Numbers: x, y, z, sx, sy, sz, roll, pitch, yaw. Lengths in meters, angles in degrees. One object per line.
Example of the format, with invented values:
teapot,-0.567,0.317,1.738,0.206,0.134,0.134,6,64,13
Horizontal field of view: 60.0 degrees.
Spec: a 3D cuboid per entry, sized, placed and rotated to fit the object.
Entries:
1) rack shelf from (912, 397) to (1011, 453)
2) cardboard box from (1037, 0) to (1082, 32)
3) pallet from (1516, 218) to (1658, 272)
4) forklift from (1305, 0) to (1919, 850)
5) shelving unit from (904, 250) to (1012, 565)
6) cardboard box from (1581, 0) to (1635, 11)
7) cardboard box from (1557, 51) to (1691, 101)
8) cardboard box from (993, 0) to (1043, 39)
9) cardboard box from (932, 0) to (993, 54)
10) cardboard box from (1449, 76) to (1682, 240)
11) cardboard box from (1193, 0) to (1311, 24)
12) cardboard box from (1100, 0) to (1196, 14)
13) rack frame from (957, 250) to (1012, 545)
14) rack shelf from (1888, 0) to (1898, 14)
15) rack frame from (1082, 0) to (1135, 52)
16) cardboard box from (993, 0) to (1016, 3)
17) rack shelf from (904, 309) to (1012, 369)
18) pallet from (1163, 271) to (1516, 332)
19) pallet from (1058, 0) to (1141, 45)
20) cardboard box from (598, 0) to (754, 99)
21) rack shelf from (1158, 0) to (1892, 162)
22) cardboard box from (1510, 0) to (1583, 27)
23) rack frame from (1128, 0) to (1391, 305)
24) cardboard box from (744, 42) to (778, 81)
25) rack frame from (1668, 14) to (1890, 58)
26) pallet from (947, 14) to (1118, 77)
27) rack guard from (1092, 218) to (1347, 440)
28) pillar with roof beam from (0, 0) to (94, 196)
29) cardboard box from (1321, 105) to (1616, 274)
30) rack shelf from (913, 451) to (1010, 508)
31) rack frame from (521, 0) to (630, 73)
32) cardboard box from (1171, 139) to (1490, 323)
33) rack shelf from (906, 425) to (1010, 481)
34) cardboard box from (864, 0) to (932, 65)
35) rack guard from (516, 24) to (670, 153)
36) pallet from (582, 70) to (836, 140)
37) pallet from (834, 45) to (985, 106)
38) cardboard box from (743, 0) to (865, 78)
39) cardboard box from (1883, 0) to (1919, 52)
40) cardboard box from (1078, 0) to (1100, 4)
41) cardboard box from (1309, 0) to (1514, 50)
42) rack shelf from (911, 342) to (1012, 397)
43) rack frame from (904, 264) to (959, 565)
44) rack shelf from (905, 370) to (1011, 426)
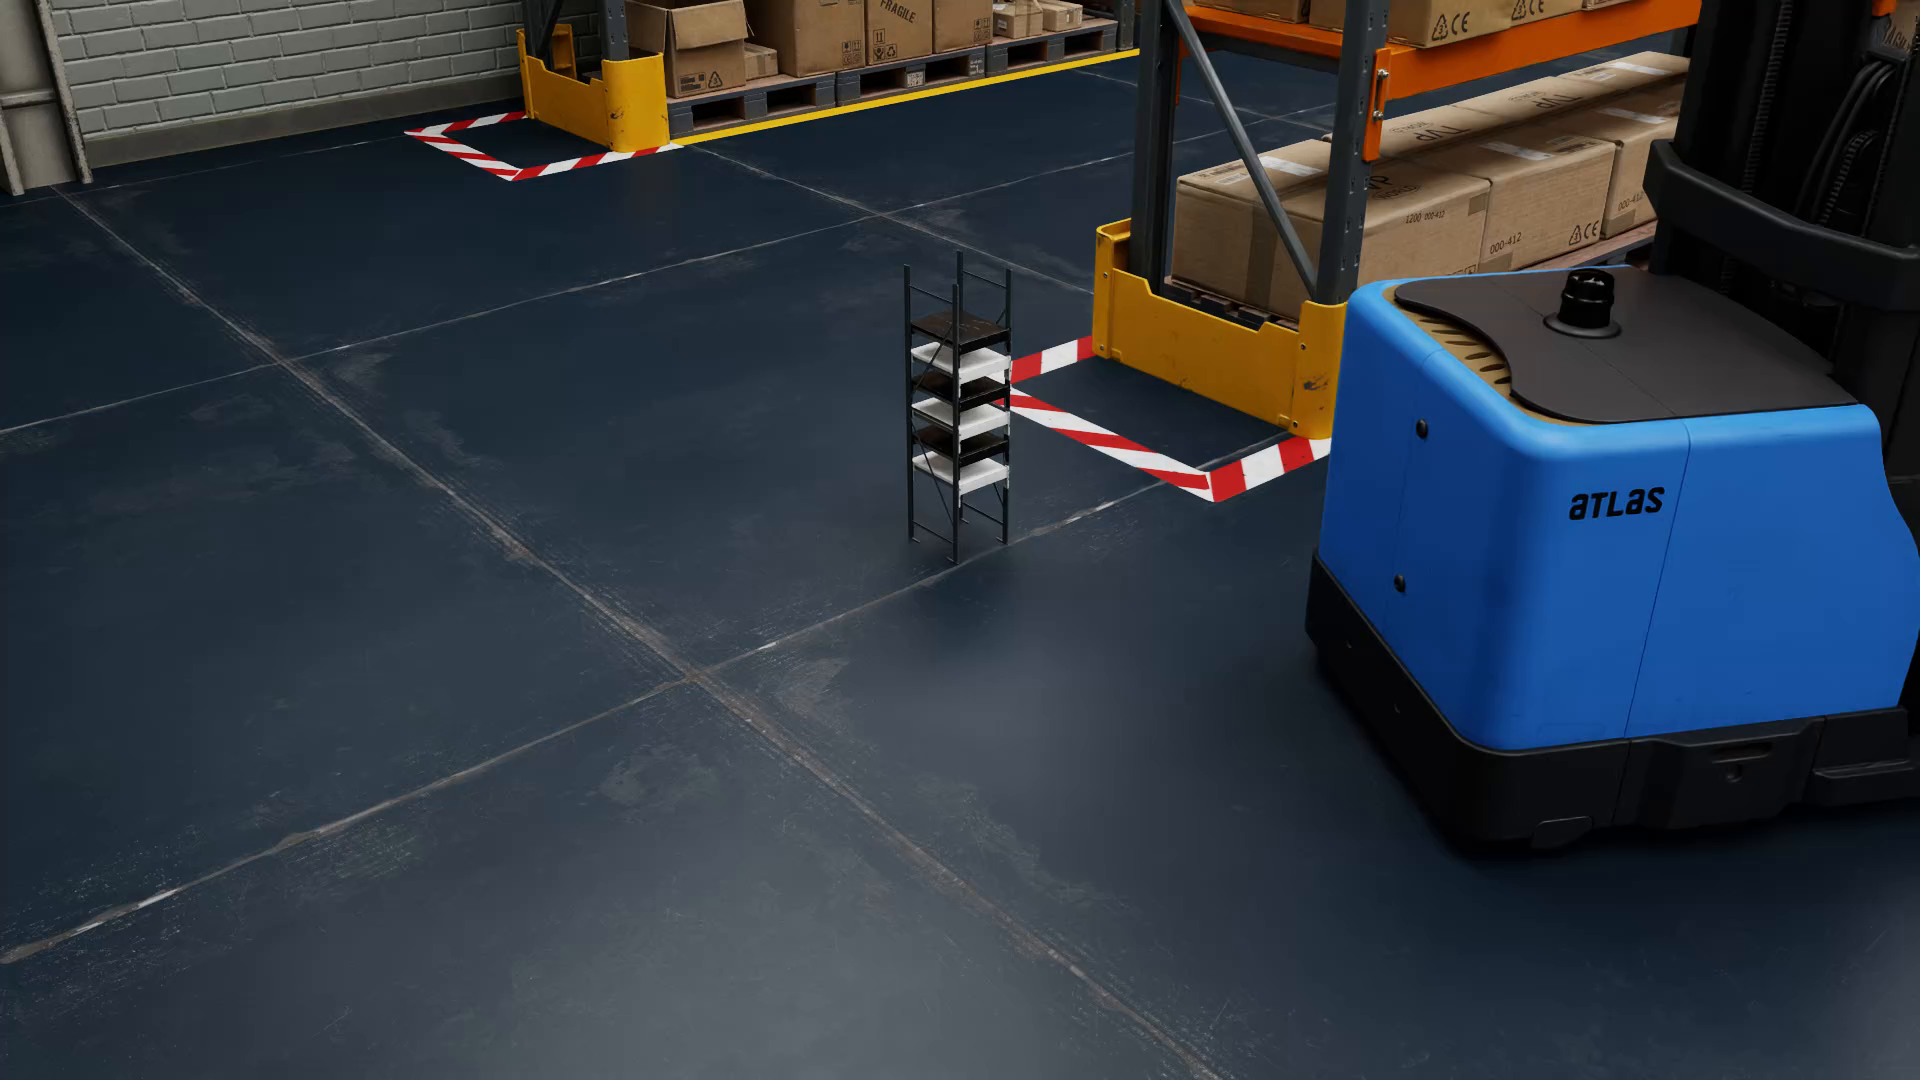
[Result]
rack shelf,-0.006,-0.365,5.049,0.200,0.077,0.258,-22,35,-35
cardboard box,0.615,-3.589,11.363,0.250,0.149,0.380,-23,36,-36
pallet,2.515,-1.349,7.550,1.213,0.211,1.003,-22,35,-35
forklift,2.528,-0.906,3.836,3.031,2.935,1.130,-5,29,-9
shelving unit,-0.006,-0.394,5.033,0.210,0.900,0.258,-22,35,-35
cardboard box,2.347,-2.337,6.334,0.500,0.500,0.500,-22,35,-35
cardboard box,3.526,-2.060,8.195,0.875,0.438,0.875,-22,35,-36
cardboard box,0.344,-3.531,11.131,0.258,0.266,0.396,-20,34,-33
cardboard box,-0.202,-3.514,10.850,0.500,0.500,0.700,-23,36,-37
cardboard box,2.845,-1.786,7.682,0.875,0.438,0.875,-23,36,-36
cardboard box,1.225,-2.221,6.118,0.500,0.500,0.500,-22,35,-35
cardboard box,1.363,-4.087,11.922,0.500,0.500,0.500,-20,34,-33
rack frame,0.071,-0.426,5.091,0.006,0.900,0.240,-22,35,-35
rack shelf,5.594,-3.453,9.292,4.000,0.370,1.077,-22,35,-35
rack frame,0.848,-4.937,11.306,0.127,3.000,1.000,-22,35,-35
cardboard box,0.192,-3.819,11.621,0.500,0.311,0.500,-20,34,-33
rack shelf,-0.006,-0.603,4.922,0.200,0.077,0.258,-22,35,-35
pallet,1.587,-0.977,6.855,1.213,0.211,1.003,-22,35,-35
pallet,1.443,-3.969,12.454,1.213,0.211,1.003,-22,35,-35
cardboard box,-1.668,-2.951,9.792,0.637,0.503,0.797,-24,36,-37
rack shelf,2.551,-2.229,7.002,4.000,0.370,1.077,-22,35,-35
cardboard box,1.948,-2.187,6.055,0.500,0.500,0.500,-22,35,-36
rack frame,1.030,-1.935,5.688,0.127,3.000,1.000,-22,35,-35
cardboard box,-1.319,-2.910,10.093,0.250,0.149,0.380,-24,36,-37
rack frame,4.073,-3.158,7.978,0.127,3.000,1.000,-22,35,-35
pallet,0.325,-3.497,11.571,1.213,0.211,1.003,-22,35,-35
rack guard,1.012,-0.825,6.263,0.348,0.500,1.175,-22,35,-35
pillar with roof beam,-2.037,-4.314,3.775,0.400,9.000,9.100,-22,35,-35
cardboard box,2.158,-1.511,7.167,0.875,0.438,0.875,-21,34,-34
rack shelf,-0.006,-0.206,5.134,0.200,0.077,0.258,-22,35,-35
rack frame,-2.194,-3.713,9.016,0.127,3.000,1.000,-22,35,-35
cardboard box,1.467,-1.228,6.638,0.875,0.438,0.875,-23,36,-37
rack shelf,-0.006,-0.286,5.091,0.200,0.077,0.258,-22,35,-35
cardboard box,-0.525,-3.323,10.491,0.500,0.500,0.500,-21,35,-34
rack guard,-2.137,-2.634,9.649,0.348,0.500,1.175,-22,35,-35
pallet,-1.531,-2.751,10.174,1.213,0.211,1.003,-22,35,-35
pallet,-0.603,-3.122,10.869,1.213,0.211,1.003,-22,35,-35
cardboard box,-0.992,-3.197,10.256,0.500,0.500,0.700,-20,34,-33
cardboard box,4.493,-2.625,8.788,0.875,0.875,0.875,-21,34,-33
cardboard box,1.030,-4.276,12.275,0.500,0.500,0.500,-22,35,-35
cardboard box,1.581,-2.023,5.746,0.500,0.500,0.500,-22,35,-35
rack shelf,-0.006,-0.524,4.964,0.200,0.077,0.258,-22,35,-35
rack frame,-0.084,-0.363,4.975,0.006,0.900,0.240,-22,35,-35
rack shelf,-0.006,-0.444,5.007,0.200,0.077,0.258,-22,35,-35
